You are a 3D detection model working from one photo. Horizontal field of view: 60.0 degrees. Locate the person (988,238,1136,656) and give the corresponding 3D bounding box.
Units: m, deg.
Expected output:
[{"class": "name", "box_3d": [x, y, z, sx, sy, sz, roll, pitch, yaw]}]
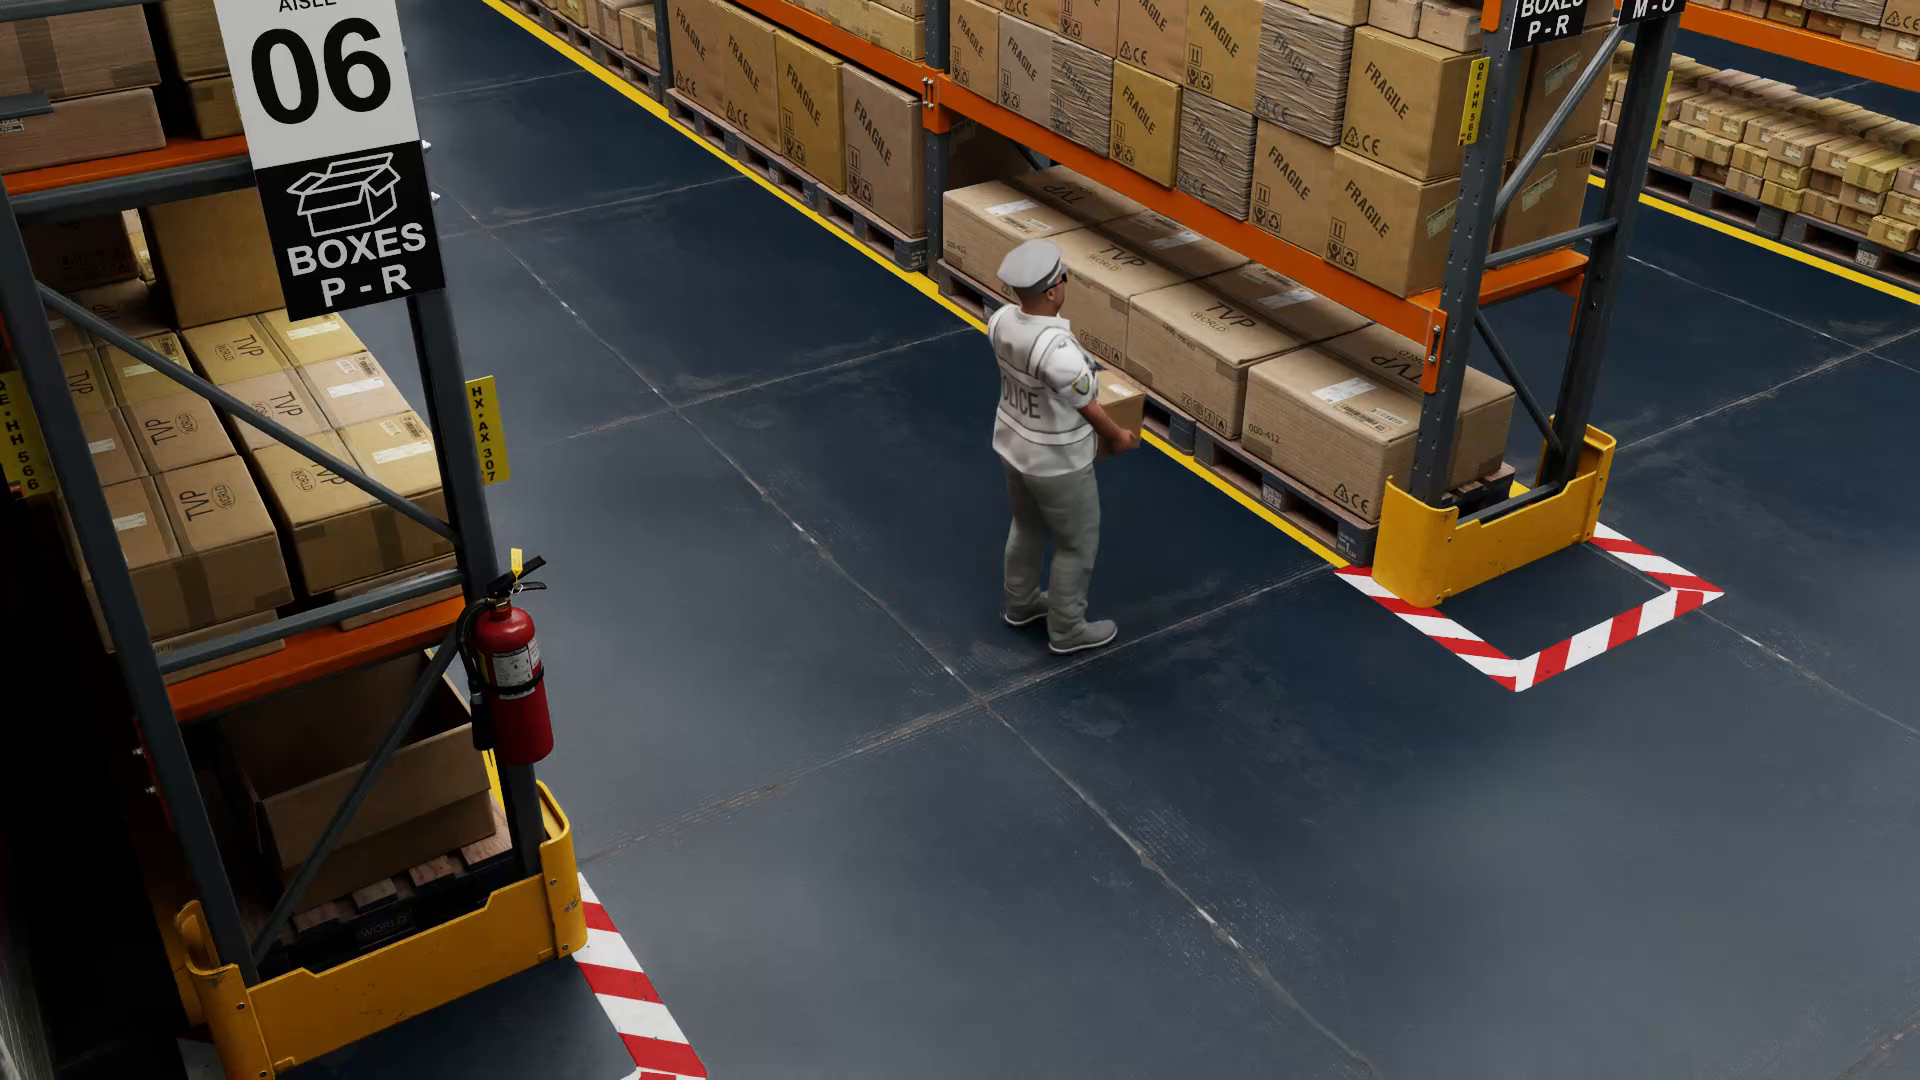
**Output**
[{"class": "person", "box_3d": [0.409, -0.381, 6.698, 0.546, 1.784, 0.514, -18, 37, -26]}]
